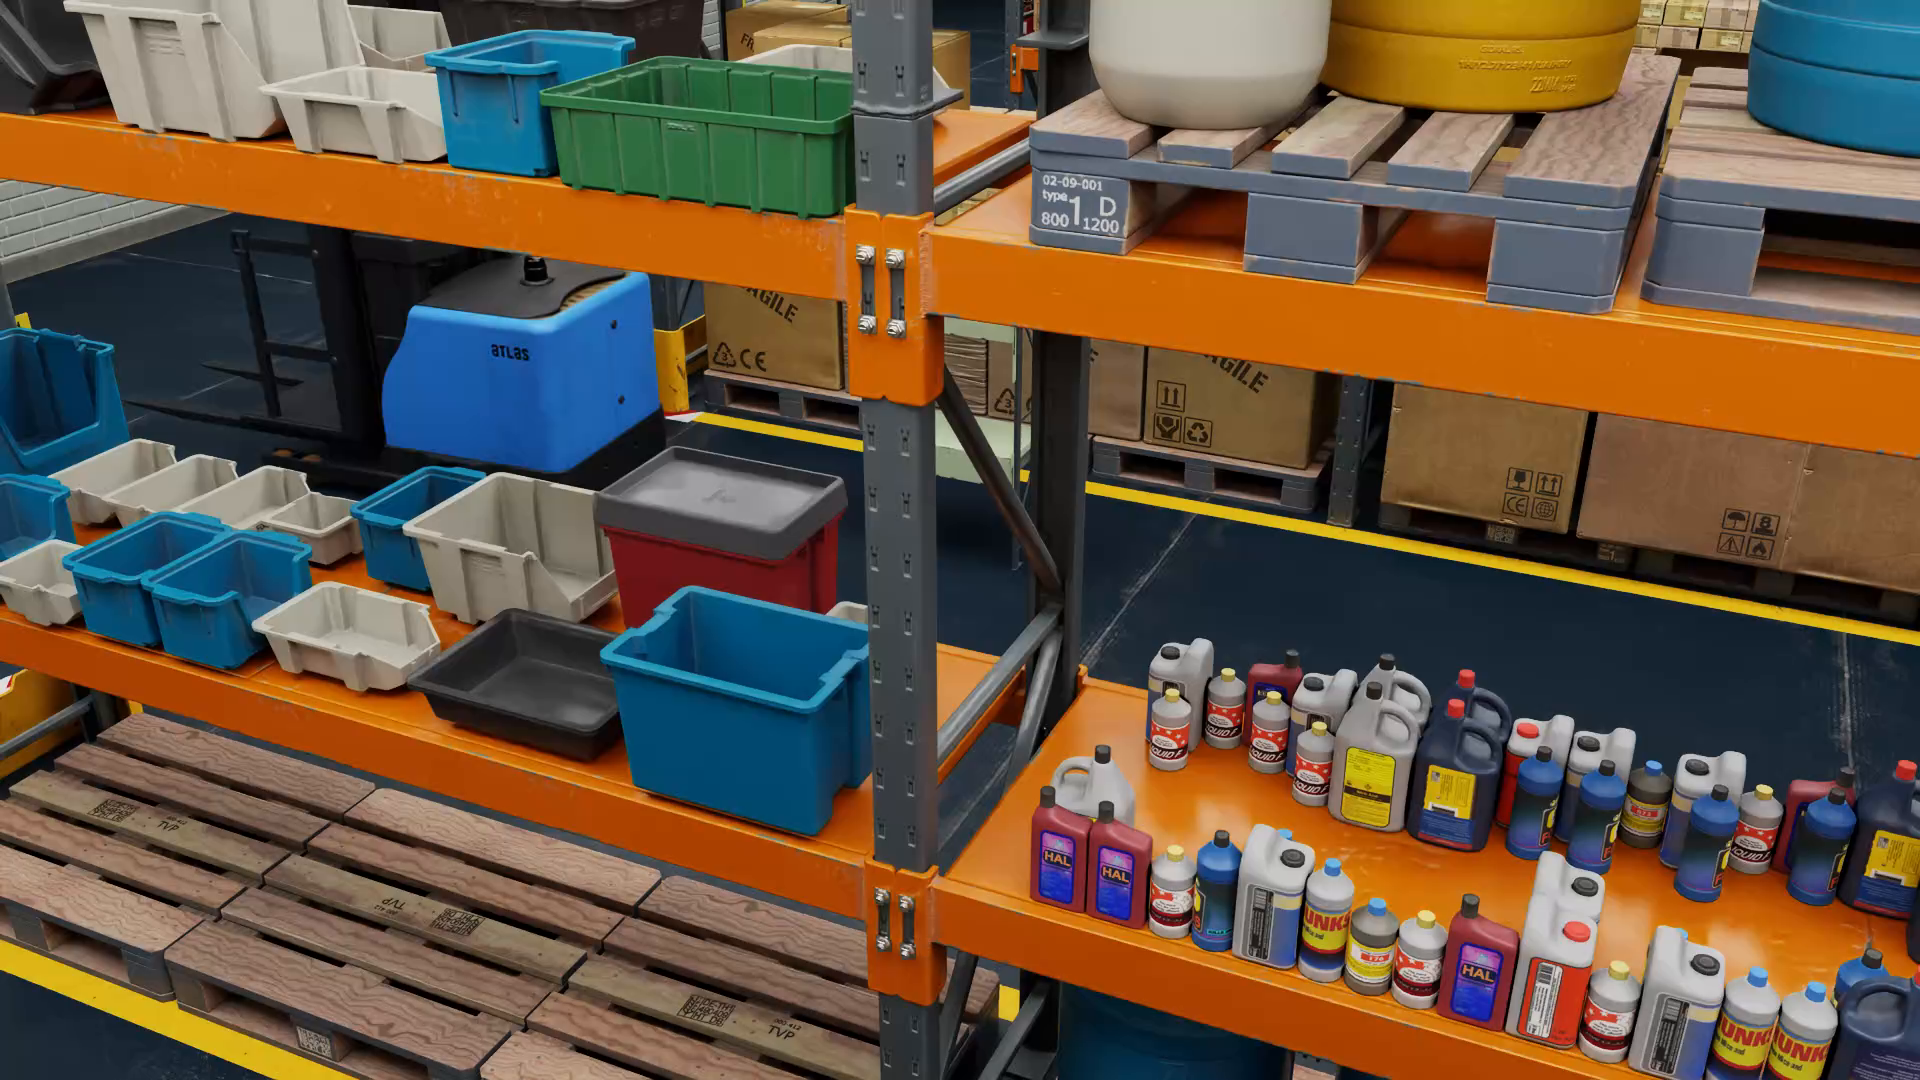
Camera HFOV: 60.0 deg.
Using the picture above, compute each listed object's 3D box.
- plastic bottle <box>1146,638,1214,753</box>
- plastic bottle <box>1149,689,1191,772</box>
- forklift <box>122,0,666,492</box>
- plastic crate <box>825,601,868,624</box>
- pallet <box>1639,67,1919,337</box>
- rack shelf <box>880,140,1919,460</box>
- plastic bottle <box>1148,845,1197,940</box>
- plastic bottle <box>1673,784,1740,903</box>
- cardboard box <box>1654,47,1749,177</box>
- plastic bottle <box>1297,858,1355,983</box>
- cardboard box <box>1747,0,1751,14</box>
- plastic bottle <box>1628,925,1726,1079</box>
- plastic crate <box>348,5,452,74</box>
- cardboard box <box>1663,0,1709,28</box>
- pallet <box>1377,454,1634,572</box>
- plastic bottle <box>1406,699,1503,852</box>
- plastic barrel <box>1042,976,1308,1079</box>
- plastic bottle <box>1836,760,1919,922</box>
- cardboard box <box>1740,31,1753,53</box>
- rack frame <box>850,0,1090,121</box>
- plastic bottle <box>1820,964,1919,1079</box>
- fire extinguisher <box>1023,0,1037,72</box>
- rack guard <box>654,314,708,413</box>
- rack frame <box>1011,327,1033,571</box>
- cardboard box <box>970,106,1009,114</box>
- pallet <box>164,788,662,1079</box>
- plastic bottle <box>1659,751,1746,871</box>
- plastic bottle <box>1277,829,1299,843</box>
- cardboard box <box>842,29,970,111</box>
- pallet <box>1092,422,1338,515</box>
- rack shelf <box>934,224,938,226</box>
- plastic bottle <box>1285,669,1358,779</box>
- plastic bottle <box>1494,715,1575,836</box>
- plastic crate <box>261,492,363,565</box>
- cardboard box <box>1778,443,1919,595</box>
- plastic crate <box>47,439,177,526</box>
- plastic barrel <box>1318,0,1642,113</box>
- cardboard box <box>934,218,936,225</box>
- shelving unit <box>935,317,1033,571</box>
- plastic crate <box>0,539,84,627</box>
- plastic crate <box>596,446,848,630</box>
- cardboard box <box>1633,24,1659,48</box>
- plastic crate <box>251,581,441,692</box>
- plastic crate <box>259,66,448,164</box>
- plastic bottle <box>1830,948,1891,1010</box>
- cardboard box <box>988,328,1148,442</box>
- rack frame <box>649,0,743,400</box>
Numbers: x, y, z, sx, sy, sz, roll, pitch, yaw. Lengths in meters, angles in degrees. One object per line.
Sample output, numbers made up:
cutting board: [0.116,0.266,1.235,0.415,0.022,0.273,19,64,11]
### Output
plastic bottle: [0.558,0.378,4.227,0.135,0.276,0.152,11,28,22]
plastic bottle: [0.523,0.465,4.135,0.097,0.201,0.097,0,26,0]
forklift: [-3.182,-1.805,8.599,3.031,2.935,1.130,10,28,19]
plastic crate: [-0.300,0.329,4.417,0.243,0.136,0.396,11,28,22]
pallet: [1.853,-0.571,2.831,1.213,0.211,1.003,11,28,22]
rack shelf: [1.886,-0.277,2.836,4.000,0.370,1.077,11,28,22]
plastic bottle: [0.456,0.746,3.564,0.097,0.201,0.097,0,26,0]
plastic bottle: [1.648,0.659,3.660,0.097,0.271,0.097,0,26,0]
cardboard box: [3.320,-1.863,7.389,0.637,0.503,0.797,12,29,22]
plastic bottle: [0.756,0.775,3.426,0.097,0.271,0.097,0,26,0]
cardboard box: [5.425,-3.790,11.688,0.250,0.149,0.380,11,28,22]
plastic bottle: [1.383,0.885,3.197,0.135,0.276,0.152,11,28,22]
plastic crate: [-1.593,-1.301,4.399,0.530,0.136,0.437,11,28,22]
cardboard box: [4.917,-3.577,11.254,0.250,0.149,0.380,12,29,22]
pallet: [2.849,-0.250,8.518,1.213,0.211,1.003,11,28,22]
plastic bottle: [1.146,0.530,3.833,0.185,0.351,0.144,11,28,22]
plastic barrel: [0.553,1.239,4.237,0.708,0.901,0.600,11,28,22]
plastic bottle: [2.040,0.640,3.610,0.185,0.351,0.144,11,28,22]
cardboard box: [5.384,-3.350,11.131,0.250,0.149,0.380,13,29,24]
rack frame: [0.065,-2.311,2.757,0.127,3.000,1.000,11,28,22]
plastic bottle: [1.704,0.918,3.045,0.185,0.351,0.144,11,28,22]
fire extinguisher: [0.581,-4.348,14.196,0.183,0.674,0.296,11,28,22]
rack guard: [-1.548,-1.226,10.174,0.348,0.500,1.175,11,28,22]
rack frame: [0.339,-0.605,7.780,0.023,1.500,0.400,11,28,22]
cardboard box: [-0.050,-2.241,9.239,0.500,0.250,0.500,10,28,20]
pallet: [-1.735,1.290,5.391,1.213,0.211,1.003,11,28,22]
plastic bottle: [1.683,0.604,3.768,0.135,0.276,0.152,11,28,22]
plastic bottle: [0.696,0.720,3.616,0.097,0.201,0.097,0,26,0]
cardboard box: [-0.272,-2.365,8.643,0.500,0.500,0.500,11,28,20]
pallet: [1.455,-0.531,9.089,1.213,0.211,1.003,11,28,22]
rack shelf: [0.295,-1.654,9.029,4.000,0.370,1.077,11,28,22]
plastic bottle: [0.890,0.445,4.092,0.135,0.276,0.152,11,28,22]
plastic bottle: [1.349,0.537,3.904,0.135,0.276,0.152,11,28,22]
plastic crate: [-1.960,-0.037,5.160,0.250,0.136,0.298,11,28,22]
cardboard box: [4.329,-0.416,7.629,0.875,0.875,1.225,11,28,22]
plastic crate: [-2.759,-0.184,5.458,0.243,0.136,0.396,11,28,22]
plastic barrel: [0.980,-1.153,3.112,0.600,0.588,0.600,0,26,0]
cardboard box: [-0.168,-1.798,8.791,0.250,0.149,0.380,11,28,21]
shelving unit: [0.006,-0.672,7.916,0.755,1.500,0.431,11,28,22]
plastic crate: [-2.613,0.134,4.813,0.298,0.136,0.250,11,28,22]
plastic crate: [-0.644,0.060,4.591,0.583,0.464,0.402,11,28,22]
cardboard box: [4.665,-3.493,11.421,0.250,0.149,0.380,11,28,21]
plastic crate: [-1.645,0.274,4.528,0.466,0.136,0.293,11,28,22]
plastic crate: [-1.250,-0.927,3.639,0.466,0.136,0.293,11,28,22]
plastic bottle: [1.714,0.897,3.178,0.097,0.271,0.097,0,26,0]
cardboard box: [0.728,-1.164,9.148,0.875,0.875,0.875,11,28,22]
rack frame: [-1.526,-2.343,9.613,0.127,3.000,1.000,11,28,22]
